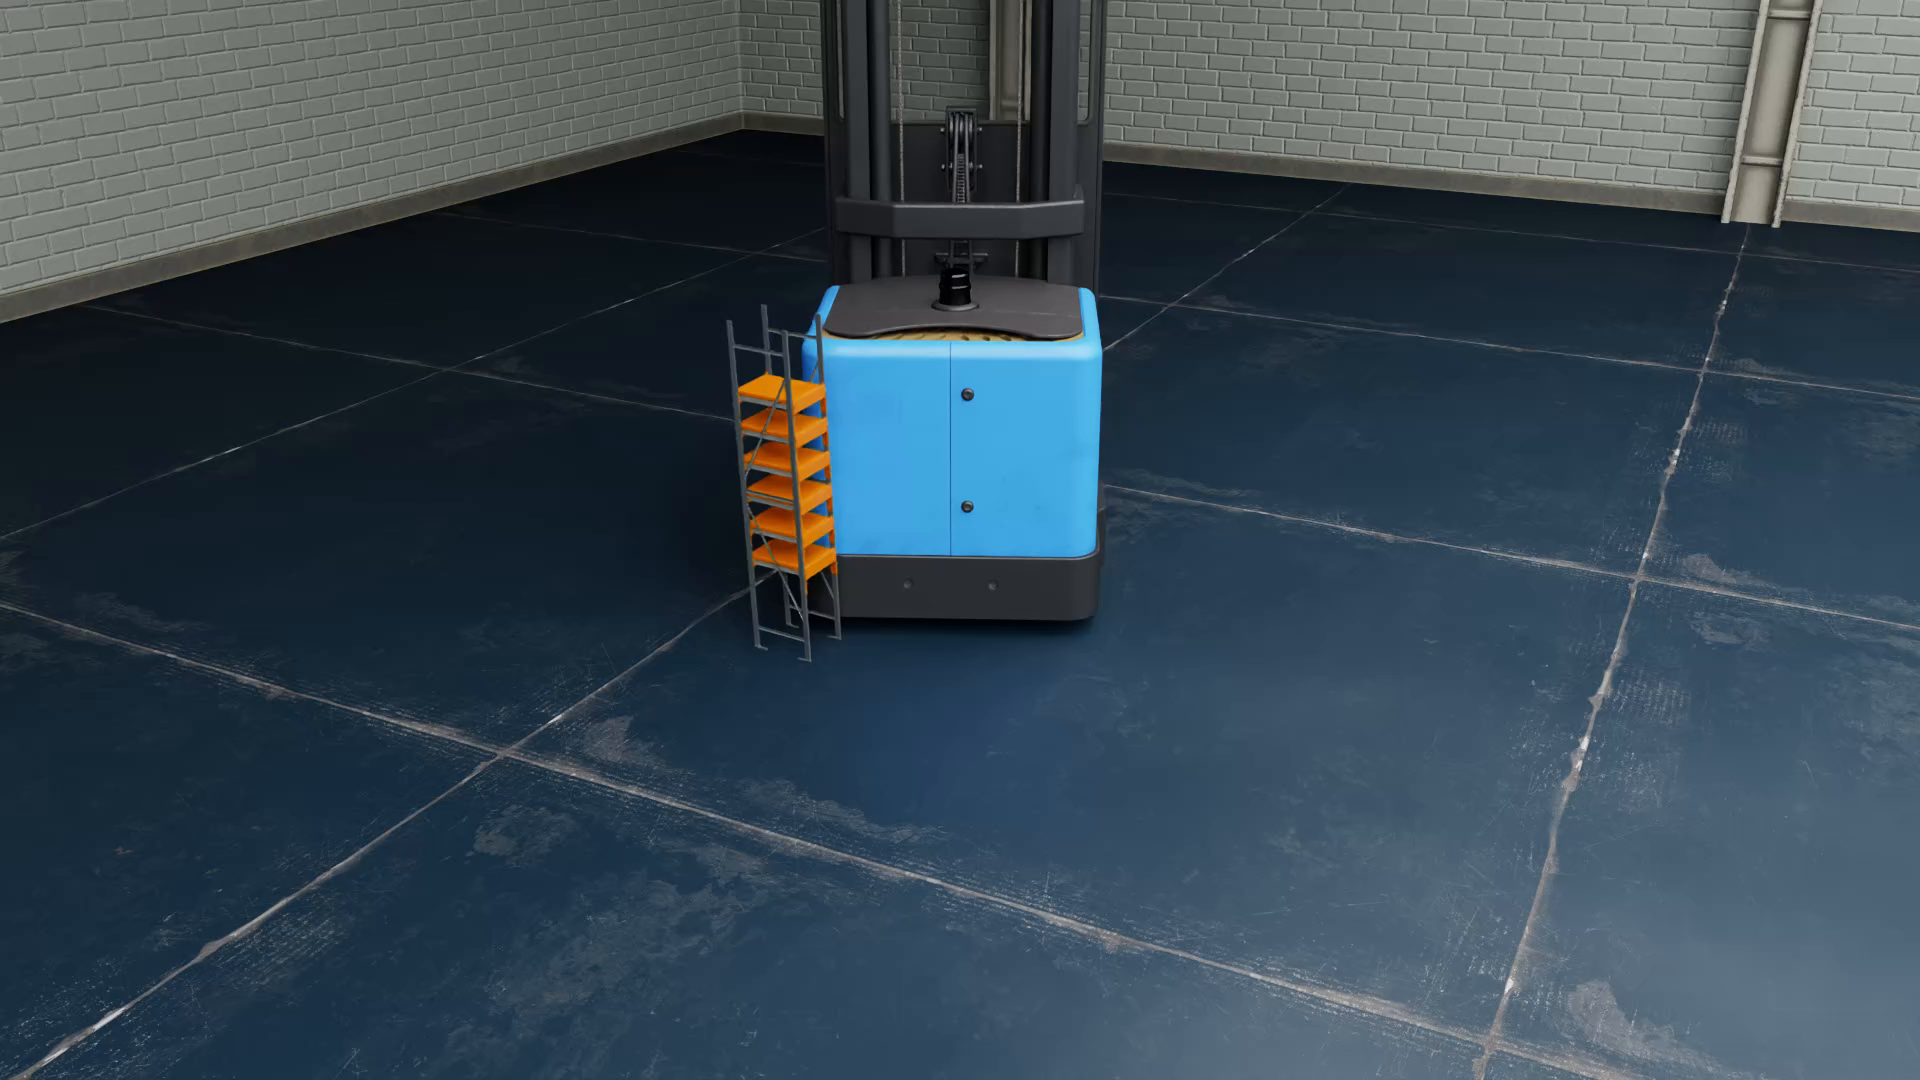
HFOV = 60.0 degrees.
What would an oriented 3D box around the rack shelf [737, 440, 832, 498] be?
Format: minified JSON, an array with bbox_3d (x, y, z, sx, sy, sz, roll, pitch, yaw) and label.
[{"bbox_3d":[-0.588,-0.245,5.589,0.258,0.103,0.180,13,29,28],"label":"rack shelf"}]

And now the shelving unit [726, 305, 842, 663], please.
[{"bbox_3d":[-0.586,-0.176,5.621,0.258,1.200,0.189,13,29,28],"label":"shelving unit"}]

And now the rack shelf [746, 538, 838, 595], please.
[{"bbox_3d":[-0.579,0.080,5.743,0.258,0.103,0.180,13,29,28],"label":"rack shelf"}]

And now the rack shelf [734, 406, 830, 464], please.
[{"bbox_3d":[-0.591,-0.353,5.537,0.258,0.103,0.180,13,29,28],"label":"rack shelf"}]

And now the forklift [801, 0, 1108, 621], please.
[{"bbox_3d":[0.023,-1.594,6.753,1.130,2.935,3.031,1,23,2],"label":"forklift"}]

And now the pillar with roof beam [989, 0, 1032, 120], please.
[{"bbox_3d":[-1.446,-6.057,9.495,0.400,9.000,9.100,11,25,25],"label":"pillar with roof beam"}]

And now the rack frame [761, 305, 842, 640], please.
[{"bbox_3d":[-0.539,-0.211,5.692,0.240,1.200,0.006,13,29,28],"label":"rack frame"}]

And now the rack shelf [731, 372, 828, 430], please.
[{"bbox_3d":[-0.594,-0.461,5.486,0.258,0.103,0.180,13,29,28],"label":"rack shelf"}]

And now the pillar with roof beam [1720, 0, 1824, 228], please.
[{"bbox_3d":[3.908,-4.998,7.004,0.400,9.000,9.100,11,25,25],"label":"pillar with roof beam"}]

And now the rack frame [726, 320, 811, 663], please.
[{"bbox_3d":[-0.634,-0.142,5.551,0.240,1.200,0.006,13,29,28],"label":"rack frame"}]

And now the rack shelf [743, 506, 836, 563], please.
[{"bbox_3d":[-0.582,-0.028,5.692,0.258,0.103,0.180,13,29,28],"label":"rack shelf"}]

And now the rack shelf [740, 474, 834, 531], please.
[{"bbox_3d":[-0.585,-0.136,5.640,0.258,0.103,0.180,13,29,28],"label":"rack shelf"}]
